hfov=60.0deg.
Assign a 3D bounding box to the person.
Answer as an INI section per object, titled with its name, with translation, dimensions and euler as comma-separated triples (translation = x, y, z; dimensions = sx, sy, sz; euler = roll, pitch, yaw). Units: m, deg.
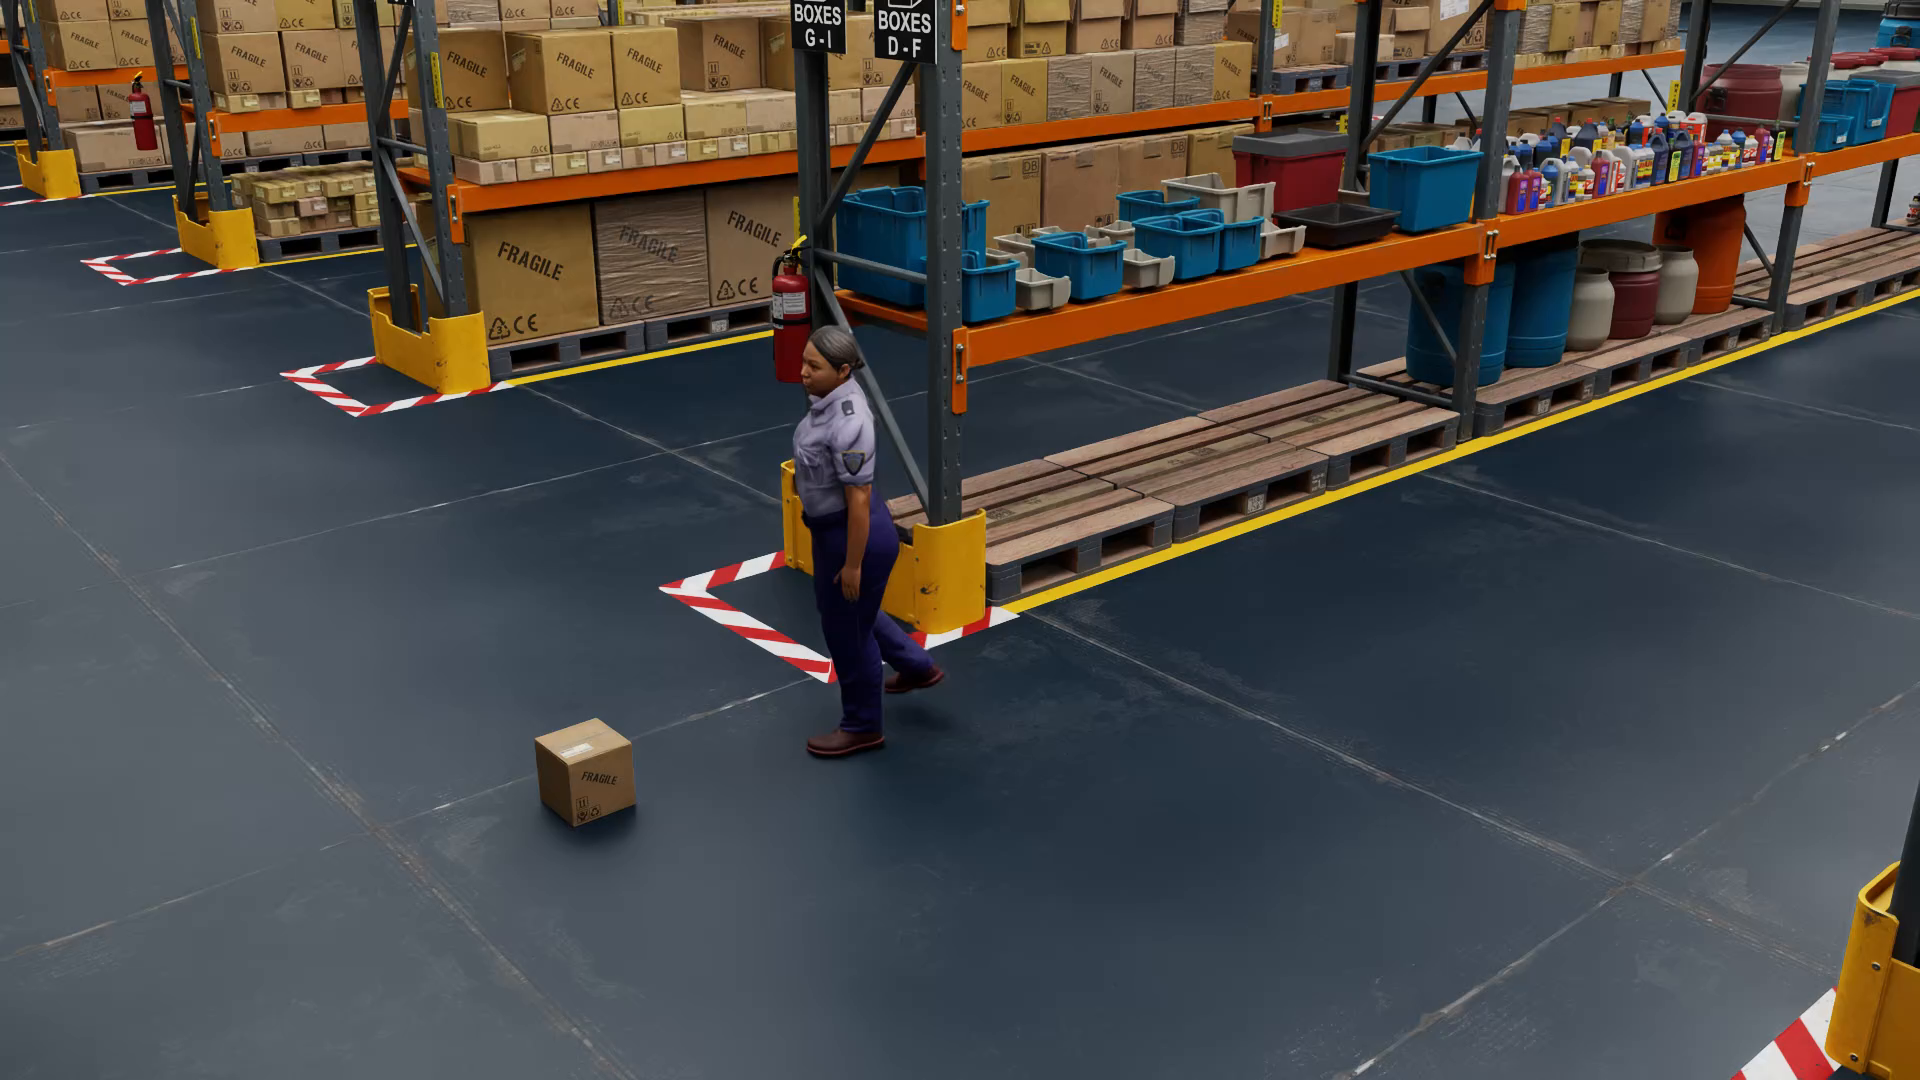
[person]
translation = -0.323, -0.006, 6.109
dimensions = 0.557, 1.646, 0.553
euler = -3, 21, -8
